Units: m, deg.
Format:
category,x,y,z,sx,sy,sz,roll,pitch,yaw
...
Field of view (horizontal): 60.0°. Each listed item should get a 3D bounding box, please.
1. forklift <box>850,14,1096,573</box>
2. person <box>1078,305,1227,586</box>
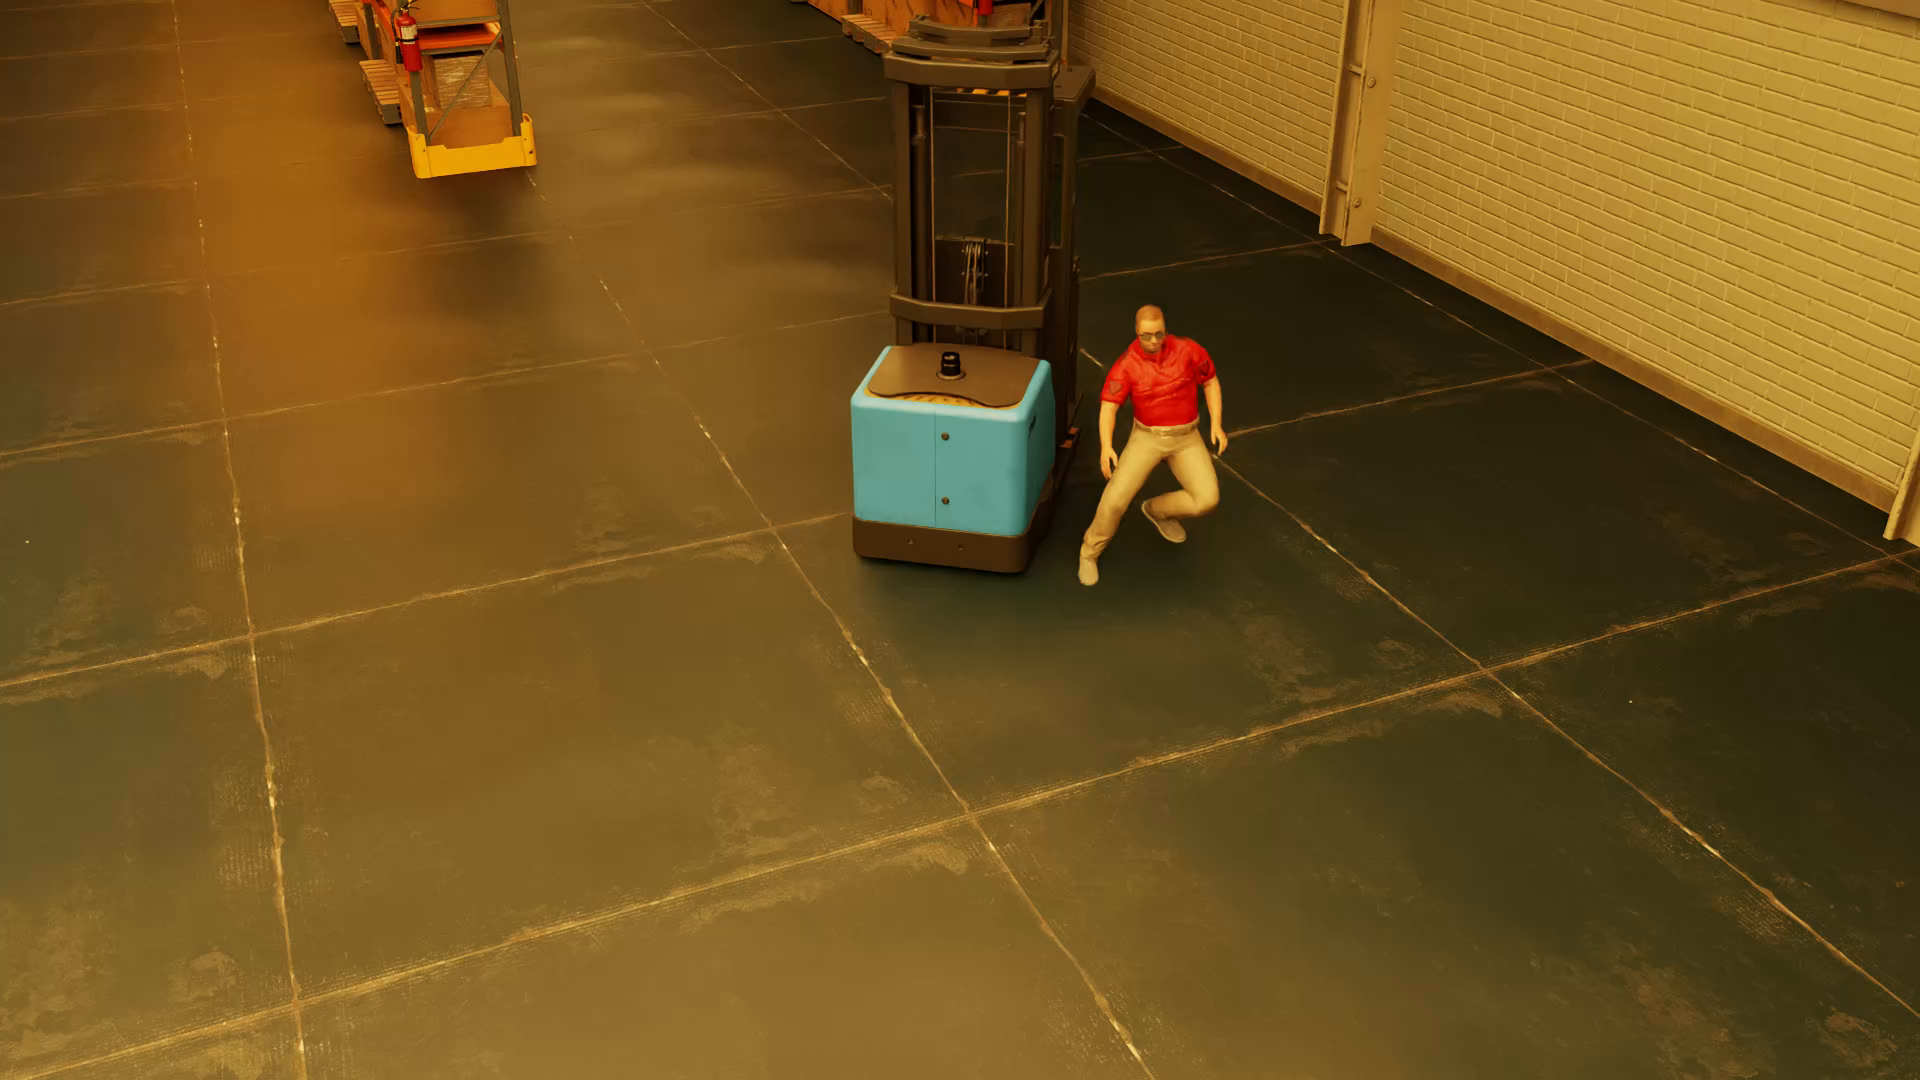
category,x,y,z,sx,sy,sz,roll,pitch,yaw
forklift,0.195,-1.798,10.265,1.130,2.935,3.031,6,30,11
person,1.091,-0.510,9.412,0.816,1.600,0.690,-1,30,-1
